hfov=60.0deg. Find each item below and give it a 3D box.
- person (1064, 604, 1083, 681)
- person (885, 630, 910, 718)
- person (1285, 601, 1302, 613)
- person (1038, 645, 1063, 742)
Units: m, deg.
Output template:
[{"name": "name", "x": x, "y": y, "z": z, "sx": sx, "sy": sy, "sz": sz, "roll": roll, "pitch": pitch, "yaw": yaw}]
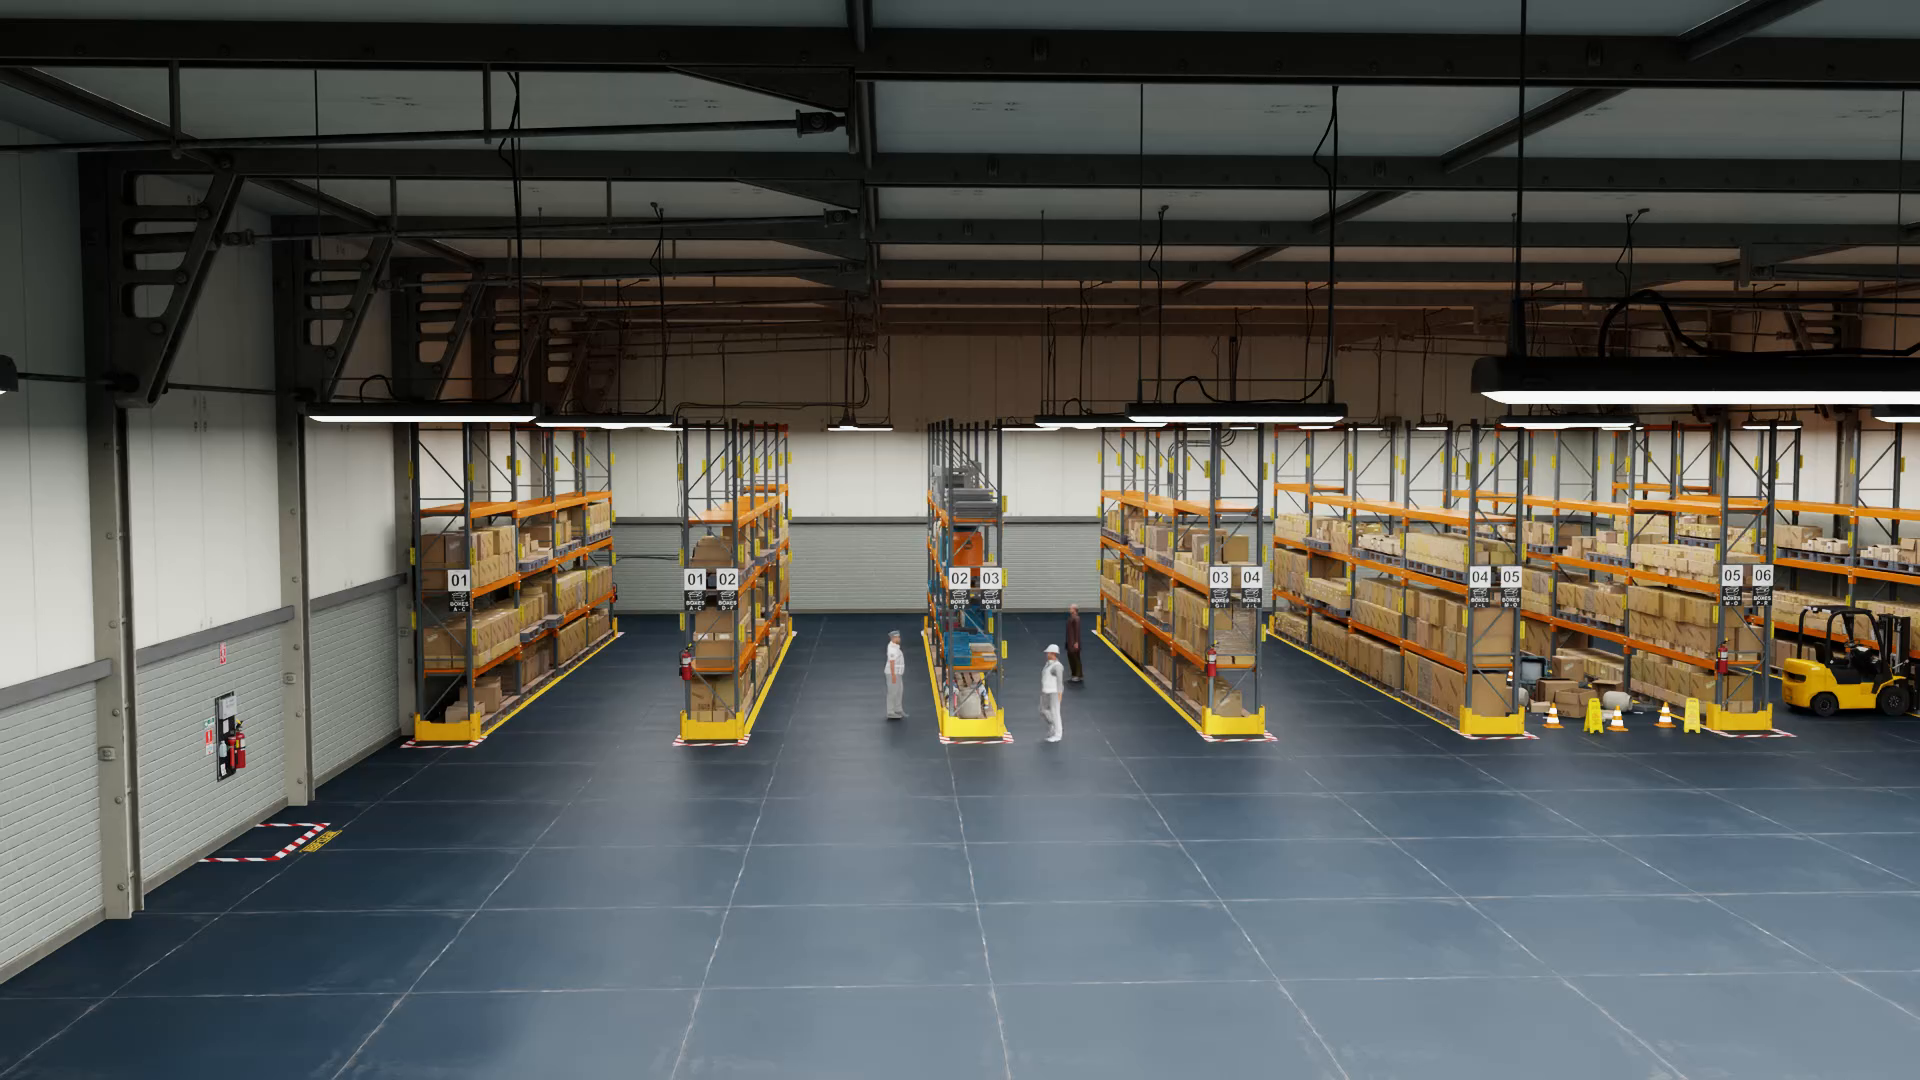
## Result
[{"name": "person", "x": 2.647, "y": 2.381, "z": 38.454, "sx": 0.409, "sy": 1.824, "sz": 0.666, "roll": -1, "pitch": 4, "yaw": -13}, {"name": "person", "x": -1.275, "y": 2.716, "z": 33.486, "sx": 0.487, "sy": 1.803, "sz": 0.590, "roll": 0, "pitch": 4, "yaw": 4}, {"name": "person", "x": 9.916, "y": 1.726, "z": 49.006, "sx": 0.896, "sy": 1.680, "sz": 0.593, "roll": 0, "pitch": 4, "yaw": -6}, {"name": "person", "x": 1.721, "y": 2.830, "z": 31.029, "sx": 0.424, "sy": 1.775, "sz": 0.593, "roll": -1, "pitch": 4, "yaw": -19}]
